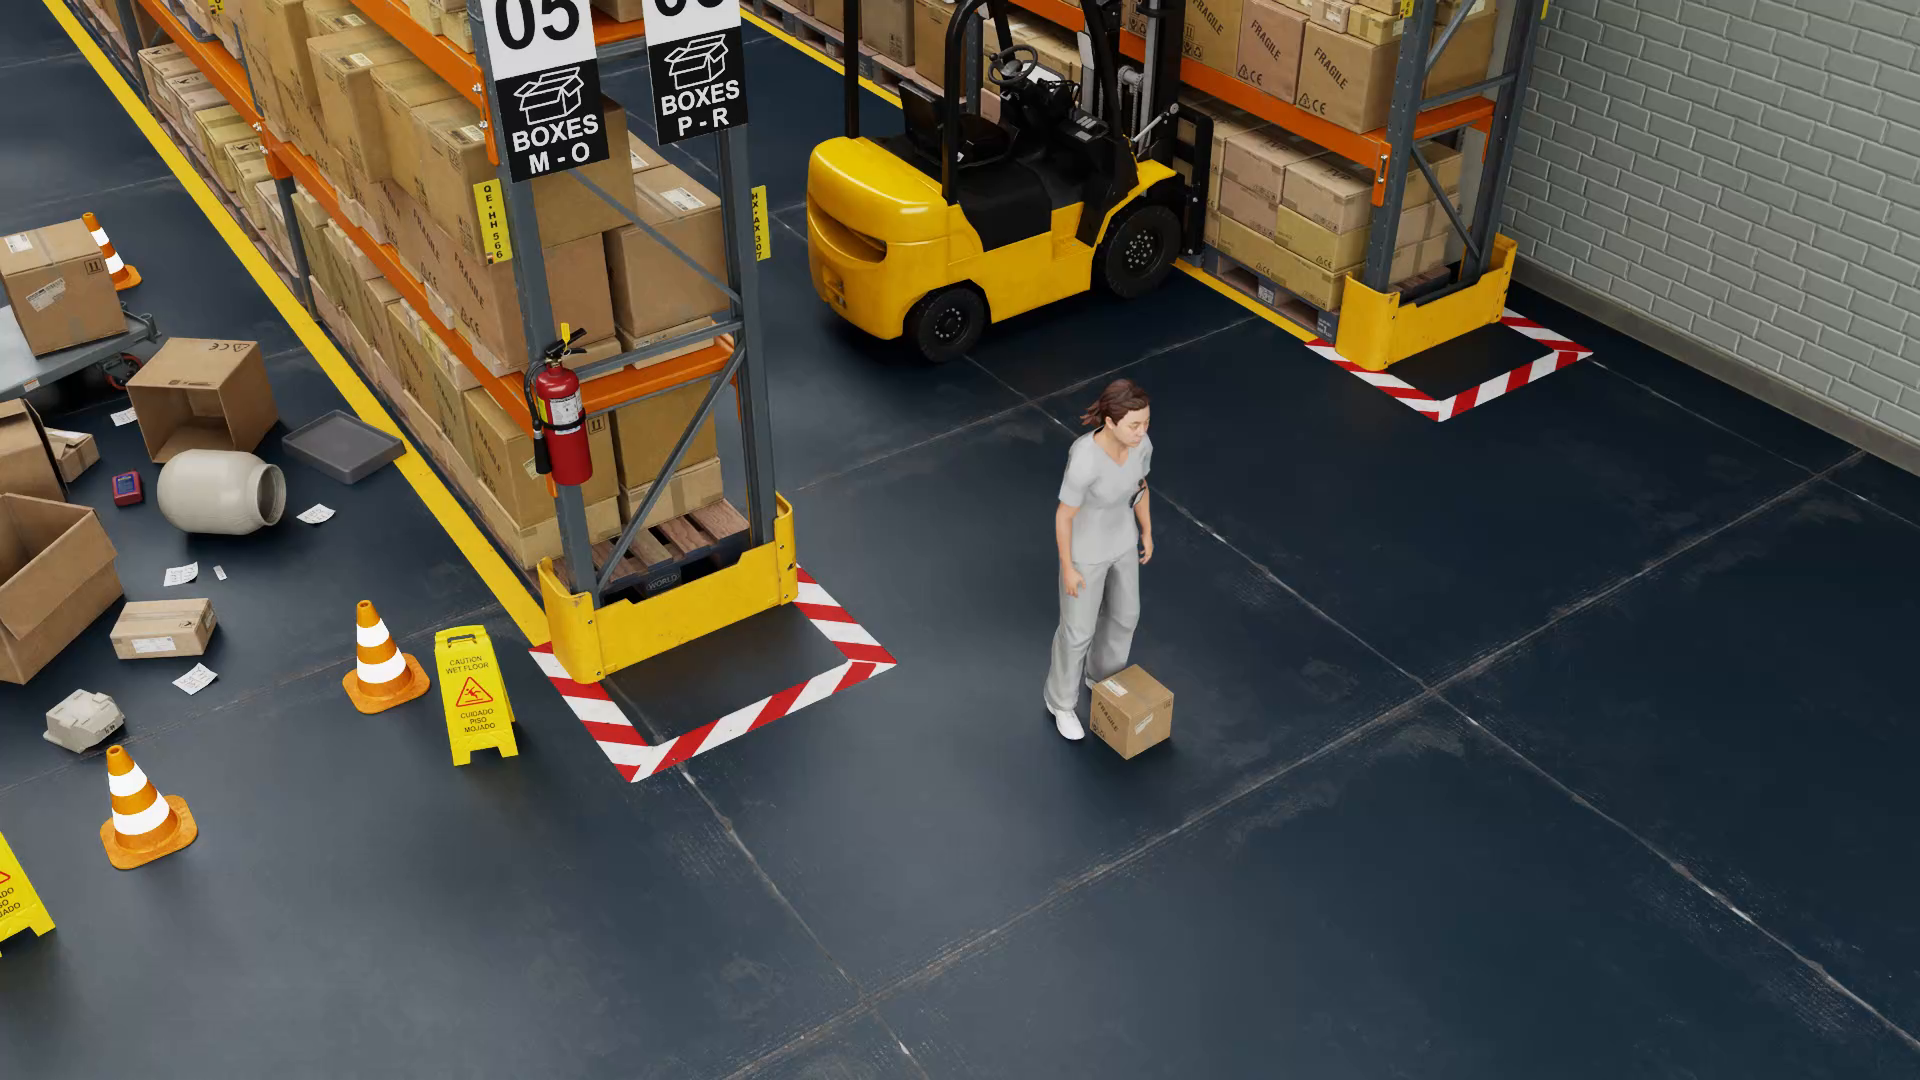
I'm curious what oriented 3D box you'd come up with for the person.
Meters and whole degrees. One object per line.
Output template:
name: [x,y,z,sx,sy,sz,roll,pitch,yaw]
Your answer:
person: [0.594,0.052,6.932,0.508,1.673,0.352,-24,43,-29]
